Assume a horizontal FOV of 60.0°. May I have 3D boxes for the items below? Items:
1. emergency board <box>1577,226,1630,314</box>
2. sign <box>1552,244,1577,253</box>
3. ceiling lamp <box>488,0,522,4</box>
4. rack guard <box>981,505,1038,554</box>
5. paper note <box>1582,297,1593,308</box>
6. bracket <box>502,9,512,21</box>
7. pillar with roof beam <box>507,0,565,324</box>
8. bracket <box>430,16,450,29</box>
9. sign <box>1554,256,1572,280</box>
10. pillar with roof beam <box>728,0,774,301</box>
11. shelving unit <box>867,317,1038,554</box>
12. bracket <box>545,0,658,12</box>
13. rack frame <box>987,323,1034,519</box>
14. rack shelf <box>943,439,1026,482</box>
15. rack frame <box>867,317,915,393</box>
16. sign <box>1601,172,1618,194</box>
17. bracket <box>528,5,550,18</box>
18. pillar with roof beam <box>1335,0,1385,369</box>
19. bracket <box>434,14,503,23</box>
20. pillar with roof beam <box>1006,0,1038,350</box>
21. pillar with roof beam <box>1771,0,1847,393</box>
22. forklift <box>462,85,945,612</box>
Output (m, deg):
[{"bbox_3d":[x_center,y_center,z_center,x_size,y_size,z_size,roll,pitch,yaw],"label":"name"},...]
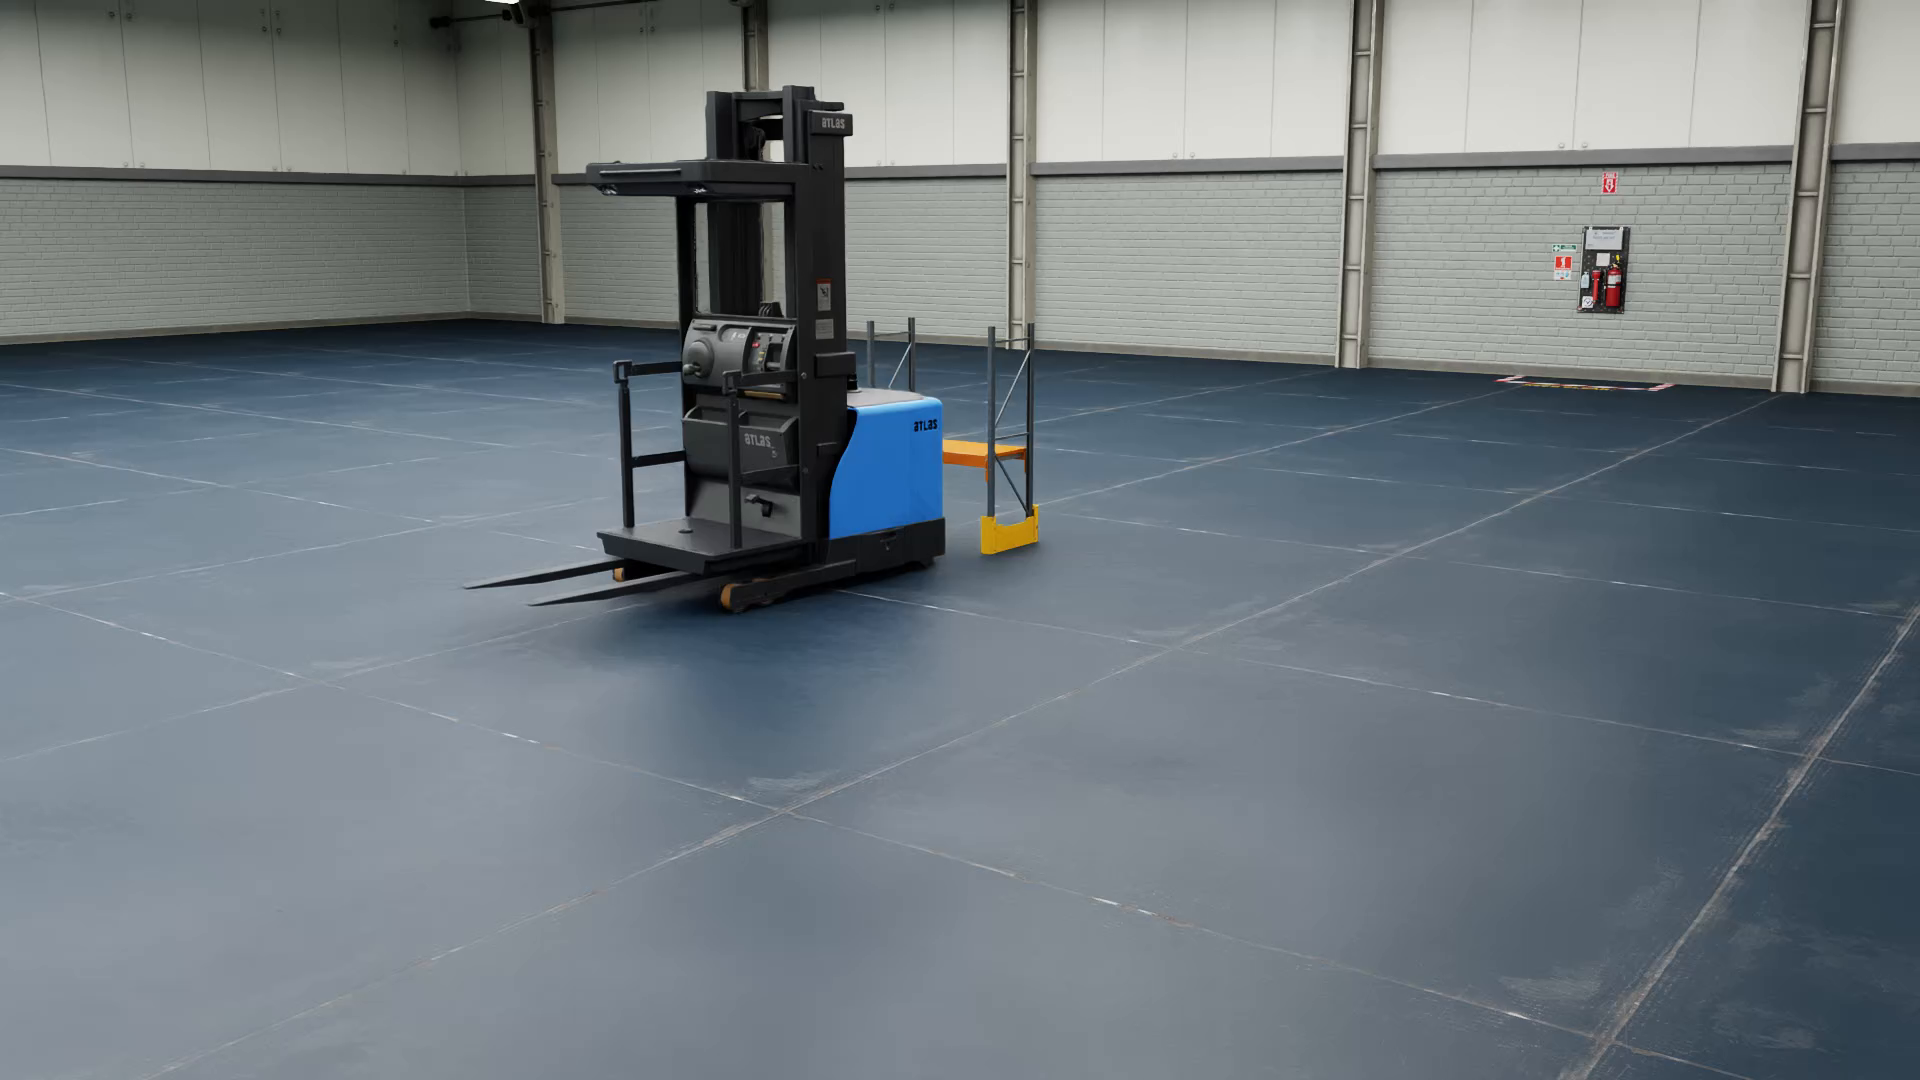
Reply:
[{"bbox_3d":[8.730,-3.672,22.614,0.643,1.169,0.194,8,13,36],"label":"emergency board"},{"bbox_3d":[8.344,-4.026,22.954,0.331,0.109,0.001,8,13,36],"label":"sign"},{"bbox_3d":[-8.467,-10.704,27.800,0.800,3.185,2.000,8,13,36],"label":"ceiling lamp"},{"bbox_3d":[0.340,-0.075,11.261,0.087,0.250,0.587,8,13,36],"label":"rack guard"},{"bbox_3d":[8.628,-3.270,22.855,0.142,0.148,0.016,8,13,36],"label":"paper note"},{"bbox_3d":[-9.190,-10.792,34.144,0.430,0.232,0.235,8,13,36],"label":"bracket"},{"bbox_3d":[-11.193,-8.373,31.118,0.548,9.000,9.100,8,13,36],"label":"pillar with roof beam"},{"bbox_3d":[-11.100,-11.058,35.521,0.430,0.232,0.235,8,13,36],"label":"bracket"},{"bbox_3d":[8.345,-3.768,23.014,0.234,0.329,0.001,8,13,36],"label":"sign"},{"bbox_3d":[-6.357,-7.699,27.632,0.548,9.000,9.100,8,13,36],"label":"pillar with roof beam"},{"bbox_3d":[-0.061,-0.745,11.432,1.083,1.500,0.587,8,13,36],"label":"shelving unit"},{"bbox_3d":[-6.444,-10.409,32.164,4.783,0.066,0.076,8,13,36],"label":"bracket"},{"bbox_3d":[0.341,-0.689,11.141,0.032,1.500,0.500,8,13,36],"label":"rack frame"},{"bbox_3d":[-0.069,-0.569,11.471,1.000,0.185,0.538,8,13,36],"label":"rack shelf"},{"bbox_3d":[-0.478,-0.803,11.732,0.032,1.500,0.500,8,13,36],"label":"rack frame"},{"bbox_3d":[8.782,-4.826,22.477,0.199,0.298,0.001,8,13,36],"label":"sign"},{"bbox_3d":[-8.521,-10.698,33.661,0.430,0.232,0.235,8,13,36],"label":"bracket"},{"bbox_3d":[3.315,-6.349,20.658,0.400,9.000,9.100,8,13,36],"label":"pillar with roof beam"},{"bbox_3d":[-10.624,-10.992,35.178,3.189,0.066,0.076,8,13,36],"label":"bracket"},{"bbox_3d":[-1.521,-7.024,24.145,0.400,9.000,9.100,8,13,36],"label":"pillar with roof beam"},{"bbox_3d":[8.151,-5.675,17.171,0.400,9.000,9.100,8,13,36],"label":"pillar with roof beam"},{"bbox_3d":[-1.453,-1.139,9.700,1.130,2.935,3.031,10,15,41],"label":"forklift"}]
